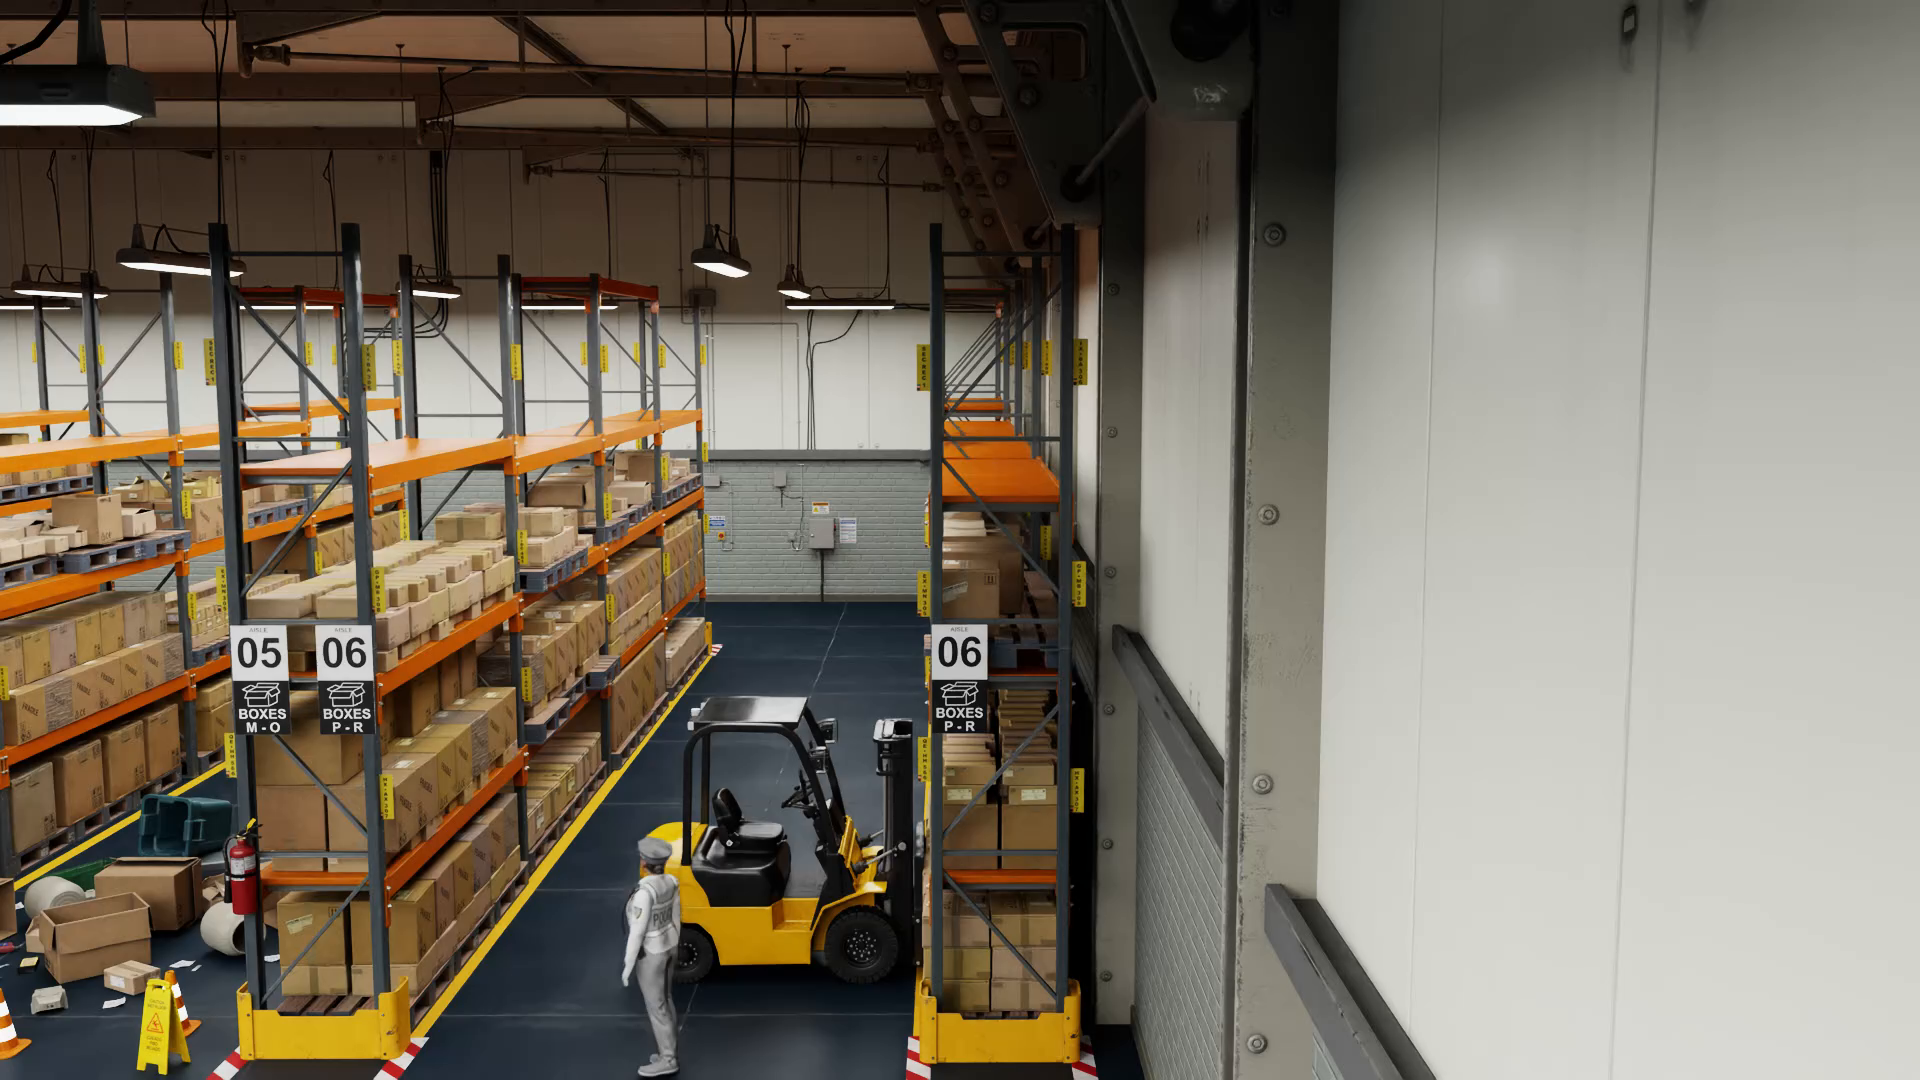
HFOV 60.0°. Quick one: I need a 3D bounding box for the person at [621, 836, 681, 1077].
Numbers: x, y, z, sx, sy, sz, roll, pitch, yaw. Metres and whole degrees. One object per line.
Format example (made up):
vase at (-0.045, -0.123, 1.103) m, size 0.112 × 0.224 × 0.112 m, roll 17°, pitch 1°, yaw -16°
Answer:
person at (-2.180, 2.965, 11.830) m, size 0.376 × 1.709 × 0.532 m, roll 2°, pitch 7°, yaw 18°
